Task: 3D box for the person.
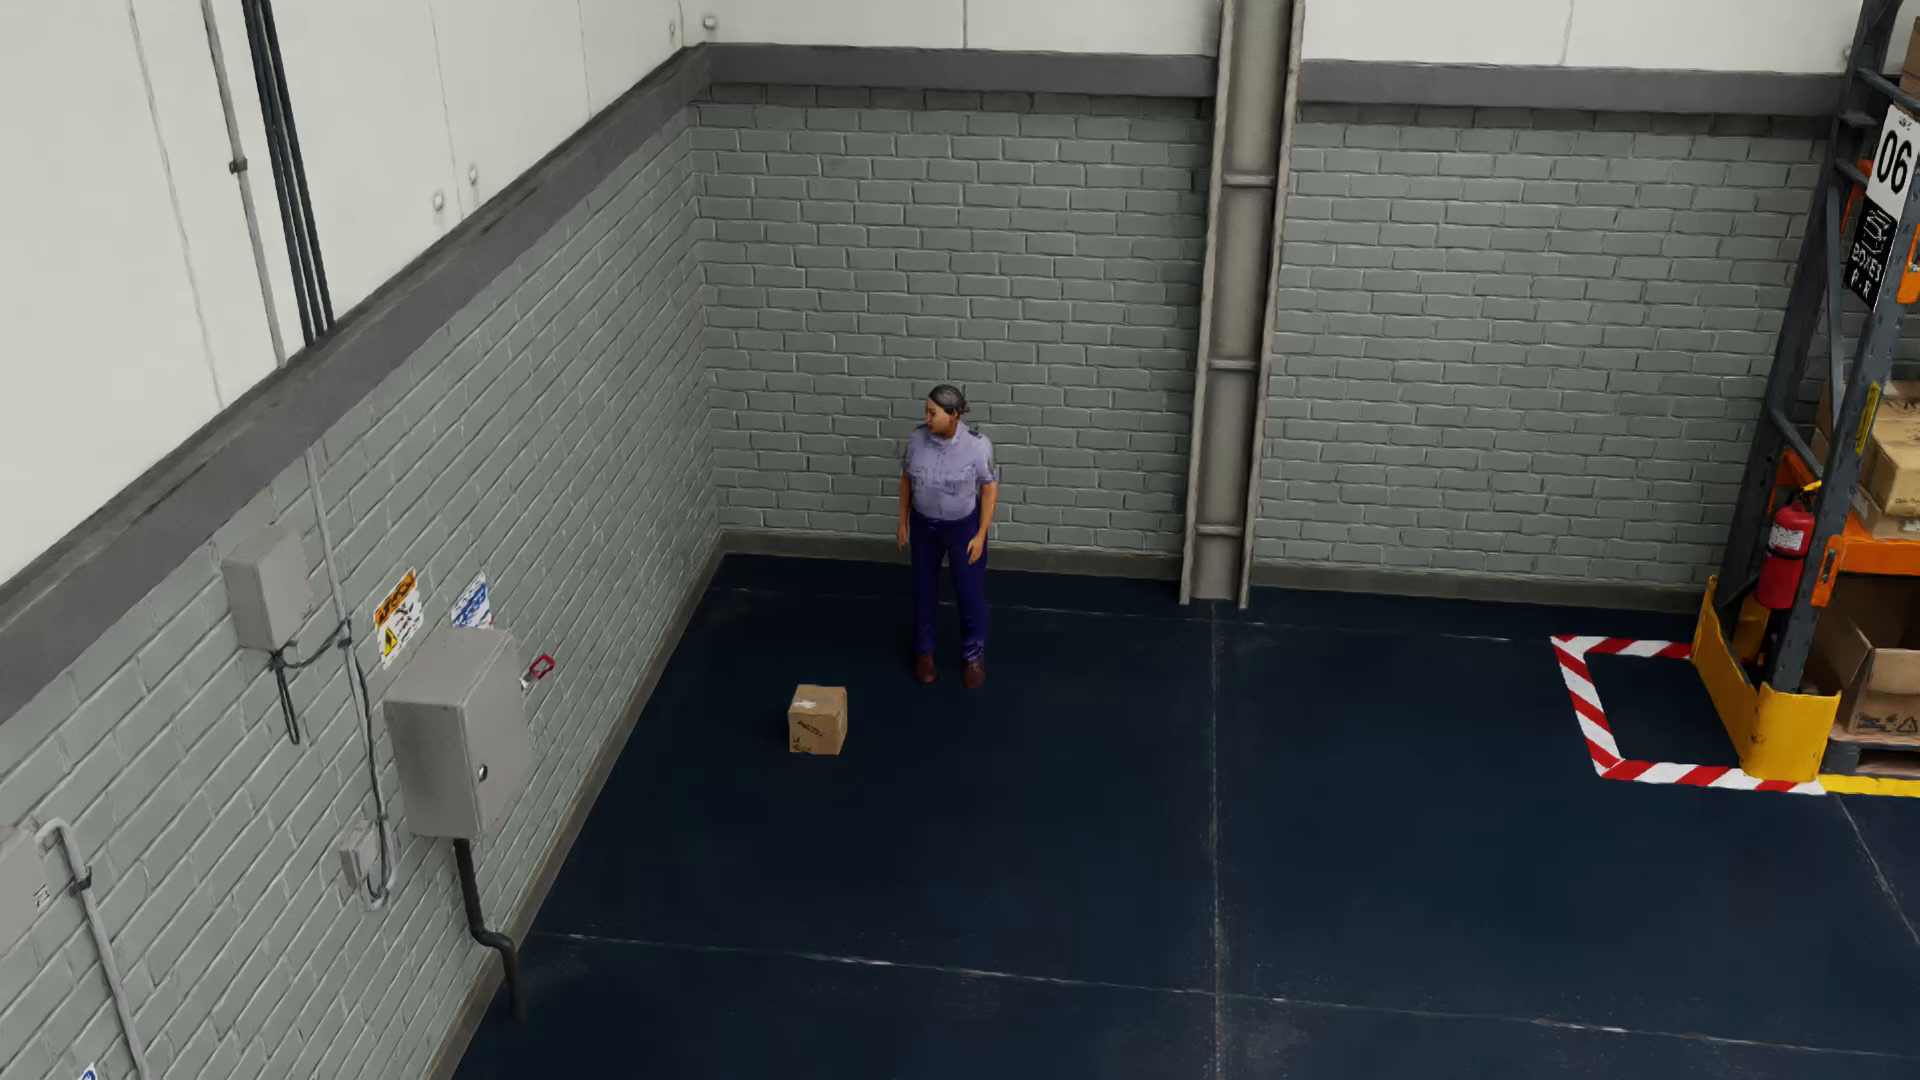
[{"bbox_3d":[-0.073,-0.023,8.675,0.529,1.691,0.399,10,30,18],"label":"person"}]
